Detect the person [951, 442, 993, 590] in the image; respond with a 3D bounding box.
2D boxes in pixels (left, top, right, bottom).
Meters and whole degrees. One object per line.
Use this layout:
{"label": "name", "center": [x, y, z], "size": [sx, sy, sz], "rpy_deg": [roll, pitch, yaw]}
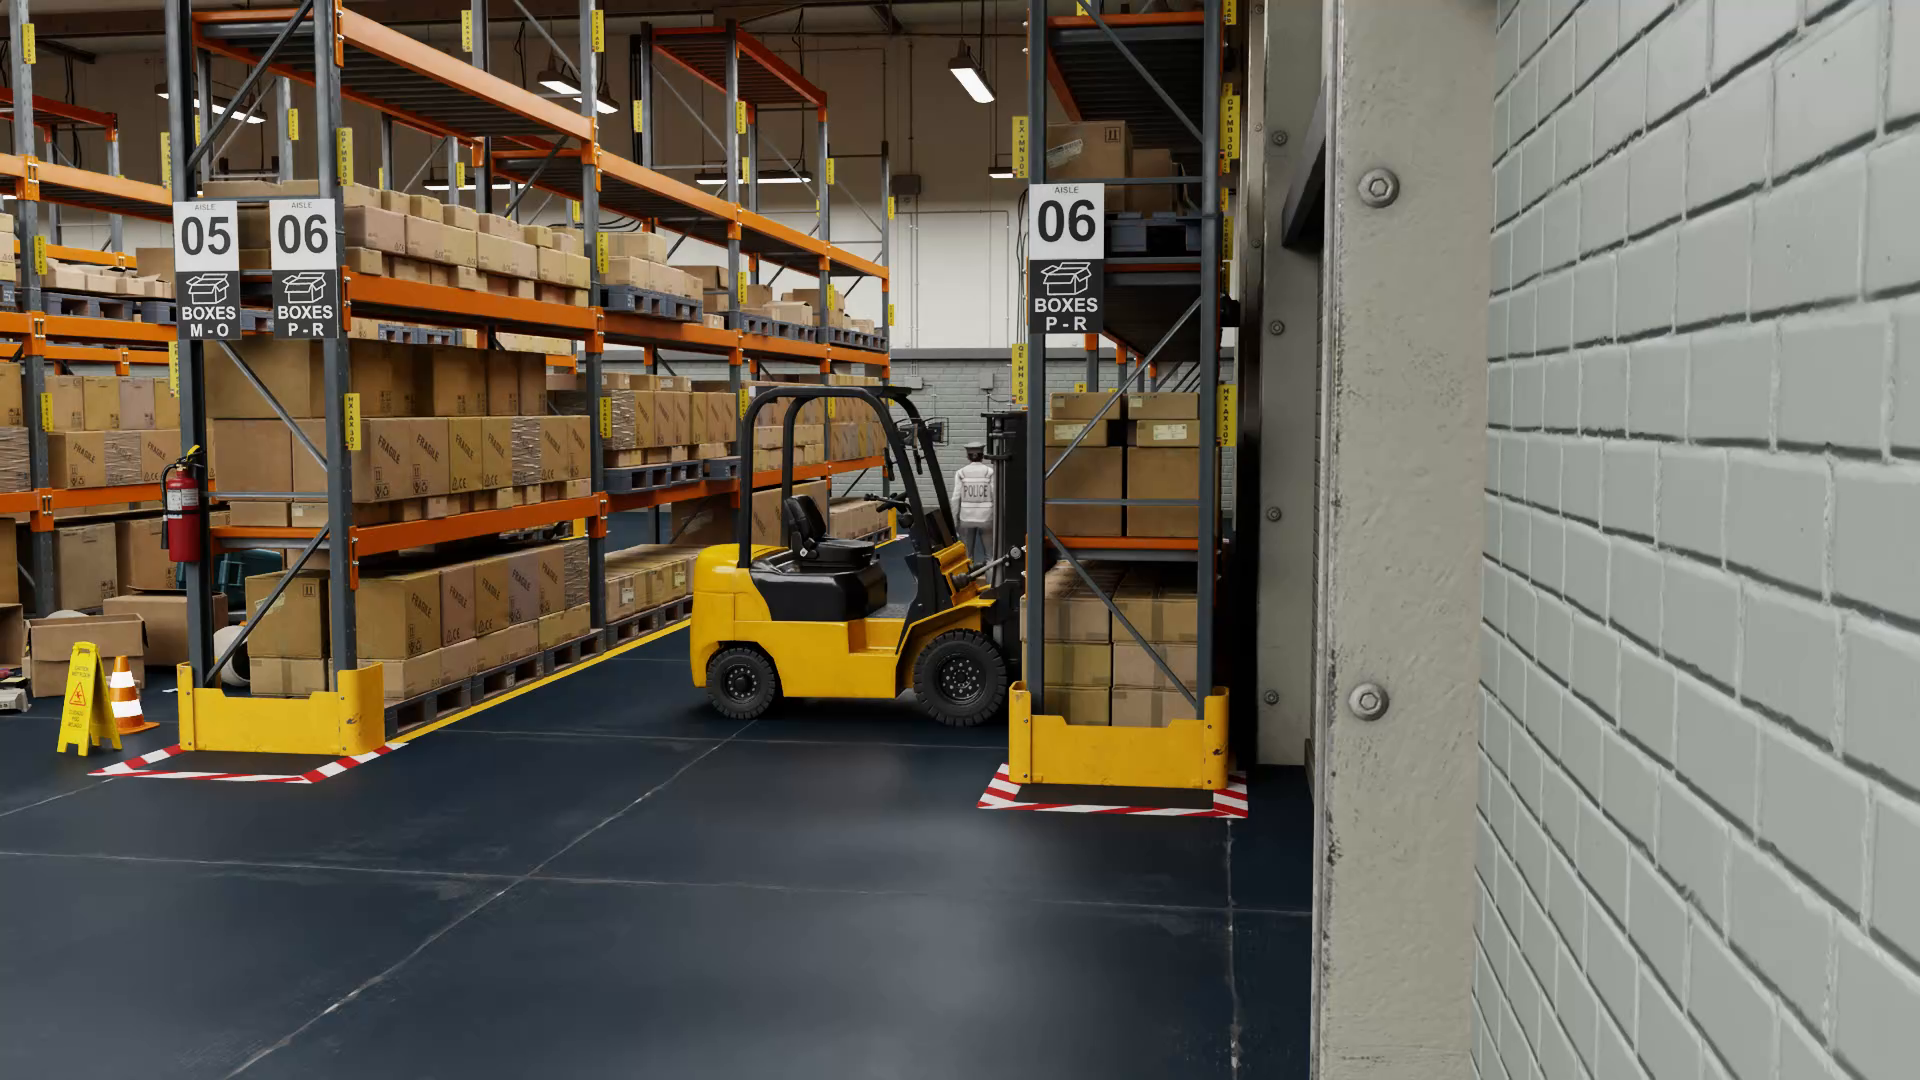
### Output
{"label": "person", "center": [0.175, -0.169, 16.998], "size": [0.542, 1.662, 0.375], "rpy_deg": [0, 5, 5]}
